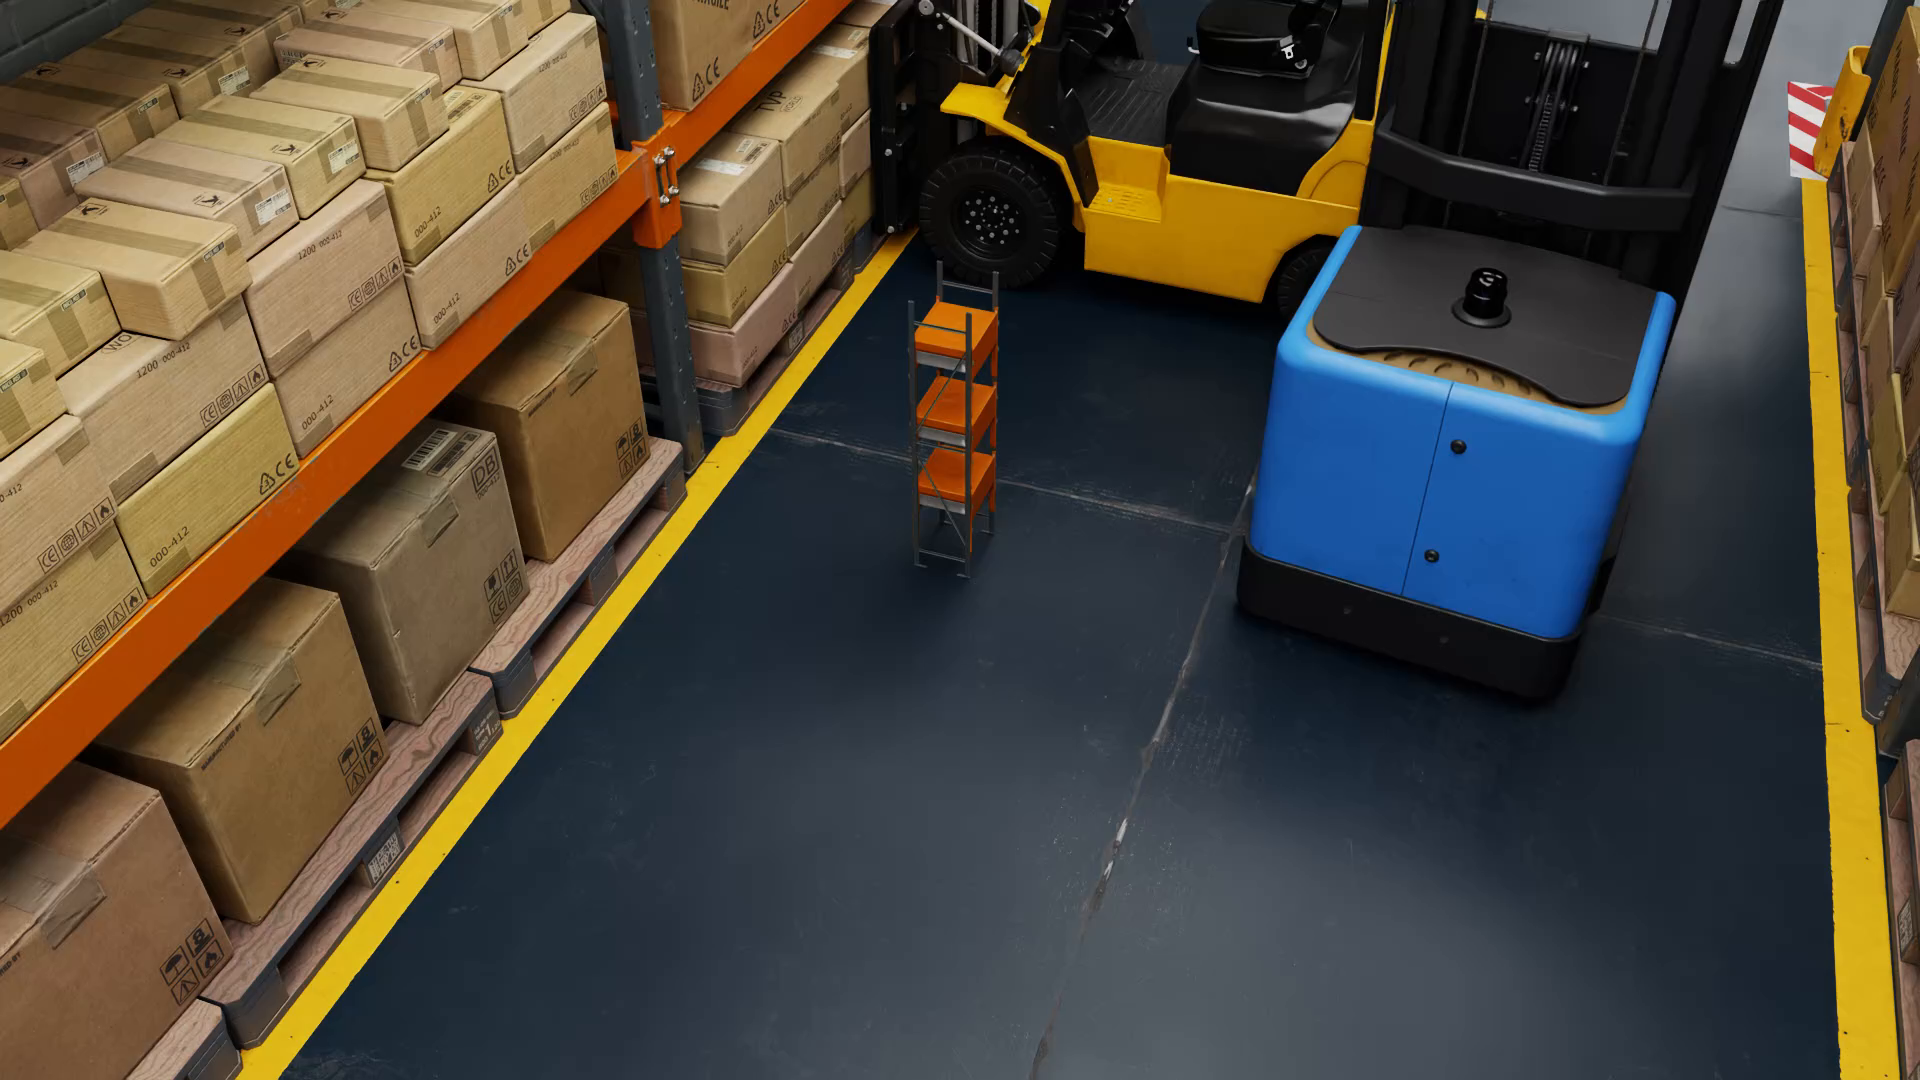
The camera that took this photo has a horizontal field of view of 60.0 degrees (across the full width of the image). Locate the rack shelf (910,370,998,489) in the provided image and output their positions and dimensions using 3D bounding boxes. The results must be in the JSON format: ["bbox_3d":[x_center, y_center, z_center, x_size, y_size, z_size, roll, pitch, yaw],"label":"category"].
[{"bbox_3d":[-0.018,-0.359,5.378,0.215,0.259,0.240,13,42,15],"label":"rack shelf"}]

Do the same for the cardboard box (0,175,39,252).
[{"bbox_3d":[-2.310,-0.716,3.701,0.380,0.149,0.250,14,42,15],"label":"cardboard box"}]

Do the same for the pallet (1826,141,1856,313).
[{"bbox_3d":[4.274,-1.263,7.067,1.003,0.211,1.213,13,42,15],"label":"pallet"}]

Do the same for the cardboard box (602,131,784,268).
[{"bbox_3d":[-0.962,-1.237,5.913,0.500,0.250,0.500,13,42,14],"label":"cardboard box"}]

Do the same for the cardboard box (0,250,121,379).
[{"bbox_3d":[-1.975,-0.461,3.402,0.380,0.149,0.250,13,42,15],"label":"cardboard box"}]

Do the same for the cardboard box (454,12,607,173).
[{"bbox_3d":[-1.350,-1.294,4.686,0.500,0.250,0.500,12,42,14],"label":"cardboard box"}]

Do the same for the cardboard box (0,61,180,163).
[{"bbox_3d":[-2.148,-1.024,4.063,0.380,0.149,0.250,13,42,15],"label":"cardboard box"}]

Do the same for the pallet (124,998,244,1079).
[{"bbox_3d":[-2.472,1.490,3.841,1.003,0.211,1.213,13,42,15],"label":"pallet"}]

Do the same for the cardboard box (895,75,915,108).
[{"bbox_3d":[-0.440,-1.967,7.154,0.500,0.250,0.500,13,42,15],"label":"cardboard box"}]

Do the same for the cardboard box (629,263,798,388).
[{"bbox_3d":[-0.946,-0.852,6.233,0.500,0.250,0.500,14,42,16],"label":"cardboard box"}]

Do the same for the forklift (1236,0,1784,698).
[{"bbox_3d":[1.986,-1.588,5.353,1.130,2.935,3.031,17,43,19],"label":"forklift"}]

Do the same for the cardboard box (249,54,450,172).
[{"bbox_3d":[-1.500,-1.055,4.099,0.380,0.149,0.250,12,42,14],"label":"cardboard box"}]

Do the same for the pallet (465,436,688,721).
[{"bbox_3d":[-1.638,0.002,5.585,1.003,0.211,1.213,13,42,15],"label":"pallet"}]

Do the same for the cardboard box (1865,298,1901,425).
[{"bbox_3d":[3.544,-0.588,5.923,0.500,0.250,0.500,14,42,16],"label":"cardboard box"}]

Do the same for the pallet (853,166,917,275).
[{"bbox_3d":[-0.696,-1.679,7.555,1.003,0.211,1.213,13,42,15],"label":"pallet"}]

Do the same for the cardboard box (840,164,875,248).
[{"bbox_3d":[-0.626,-1.482,6.971,0.500,0.250,0.500,14,42,16],"label":"cardboard box"}]

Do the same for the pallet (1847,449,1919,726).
[{"bbox_3d":[3.440,0.226,5.323,1.003,0.211,1.213,13,42,15],"label":"pallet"}]

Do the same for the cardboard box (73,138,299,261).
[{"bbox_3d":[-1.740,-0.758,3.751,0.380,0.149,0.250,14,42,15],"label":"cardboard box"}]

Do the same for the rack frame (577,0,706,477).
[{"bbox_3d":[-1.423,-1.517,5.217,1.000,3.000,0.127,13,42,15],"label":"rack frame"}]

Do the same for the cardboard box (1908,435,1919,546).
[{"bbox_3d":[3.193,-0.237,4.934,0.500,0.500,0.500,13,42,14],"label":"cardboard box"}]

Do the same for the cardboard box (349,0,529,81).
[{"bbox_3d":[-1.402,-1.383,4.483,0.380,0.149,0.250,13,42,14],"label":"cardboard box"}]

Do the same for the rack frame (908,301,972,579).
[{"bbox_3d":[-0.060,-0.292,5.284,0.200,1.050,0.008,13,42,15],"label":"rack frame"}]

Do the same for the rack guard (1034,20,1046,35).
[{"bbox_3d":[-0.047,-3.021,8.905,1.175,0.500,0.348,13,42,15],"label":"rack guard"}]

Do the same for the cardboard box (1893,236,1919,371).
[{"bbox_3d":[3.539,-0.859,5.663,0.500,0.500,0.500,15,43,17],"label":"cardboard box"}]

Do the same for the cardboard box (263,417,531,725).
[{"bbox_3d":[-1.863,0.019,4.923,0.875,0.625,0.625,13,42,15],"label":"cardboard box"}]

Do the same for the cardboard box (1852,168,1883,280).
[{"bbox_3d":[3.894,-1.231,6.677,0.500,0.250,0.500,15,43,17],"label":"cardboard box"}]

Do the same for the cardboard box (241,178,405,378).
[{"bbox_3d":[-1.700,-0.668,3.952,0.500,0.250,0.500,14,42,16],"label":"cardboard box"}]

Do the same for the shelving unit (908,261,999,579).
[{"bbox_3d":[-0.018,-0.367,5.371,0.215,1.050,0.252,13,42,15],"label":"shelving unit"}]

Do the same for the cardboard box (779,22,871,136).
[{"bbox_3d":[-0.619,-1.852,6.635,0.500,0.250,0.500,15,43,17],"label":"cardboard box"}]

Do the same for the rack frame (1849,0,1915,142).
[{"bbox_3d":[4.611,-2.857,6.788,1.000,3.000,0.127,13,42,15],"label":"rack frame"}]

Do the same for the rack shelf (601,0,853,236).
[{"bbox_3d":[-0.739,-2.463,6.880,1.077,0.370,4.000,13,42,15],"label":"rack shelf"}]

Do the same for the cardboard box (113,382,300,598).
[{"bbox_3d":[-1.884,-0.174,3.759,0.500,0.250,0.500,15,43,16],"label":"cardboard box"}]

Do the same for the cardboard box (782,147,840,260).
[{"bbox_3d":[-0.797,-1.355,6.437,0.500,0.250,0.500,13,42,15],"label":"cardboard box"}]

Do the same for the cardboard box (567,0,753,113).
[{"bbox_3d":[-1.026,-1.768,5.434,0.500,0.500,0.500,12,42,14],"label":"cardboard box"}]

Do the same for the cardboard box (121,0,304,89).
[{"bbox_3d":[-1.972,-1.331,4.422,0.380,0.149,0.250,13,42,15],"label":"cardboard box"}]

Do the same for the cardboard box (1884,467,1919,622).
[{"bbox_3d":[3.193,0.048,5.177,0.500,0.250,0.500,15,43,17],"label":"cardboard box"}]

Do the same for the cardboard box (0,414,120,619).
[{"bbox_3d":[-2.041,-0.047,3.225,0.500,0.250,0.500,12,42,14],"label":"cardboard box"}]

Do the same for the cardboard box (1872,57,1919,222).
[{"bbox_3d":[3.893,-1.491,6.404,0.500,0.500,0.500,12,42,13],"label":"cardboard box"}]

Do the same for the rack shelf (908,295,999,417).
[{"bbox_3d":[-0.018,-0.575,5.194,0.215,0.259,0.240,13,42,15],"label":"rack shelf"}]

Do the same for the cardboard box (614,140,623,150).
[{"bbox_3d":[-1.436,-1.354,6.051,0.500,0.250,0.500,14,42,16],"label":"cardboard box"}]

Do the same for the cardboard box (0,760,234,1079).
[{"bbox_3d":[-2.348,0.888,3.904,0.875,0.625,0.625,15,43,16],"label":"cardboard box"}]

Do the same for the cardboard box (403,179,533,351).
[{"bbox_3d":[-1.516,-0.787,4.477,0.500,0.250,0.500,13,42,15],"label":"cardboard box"}]
